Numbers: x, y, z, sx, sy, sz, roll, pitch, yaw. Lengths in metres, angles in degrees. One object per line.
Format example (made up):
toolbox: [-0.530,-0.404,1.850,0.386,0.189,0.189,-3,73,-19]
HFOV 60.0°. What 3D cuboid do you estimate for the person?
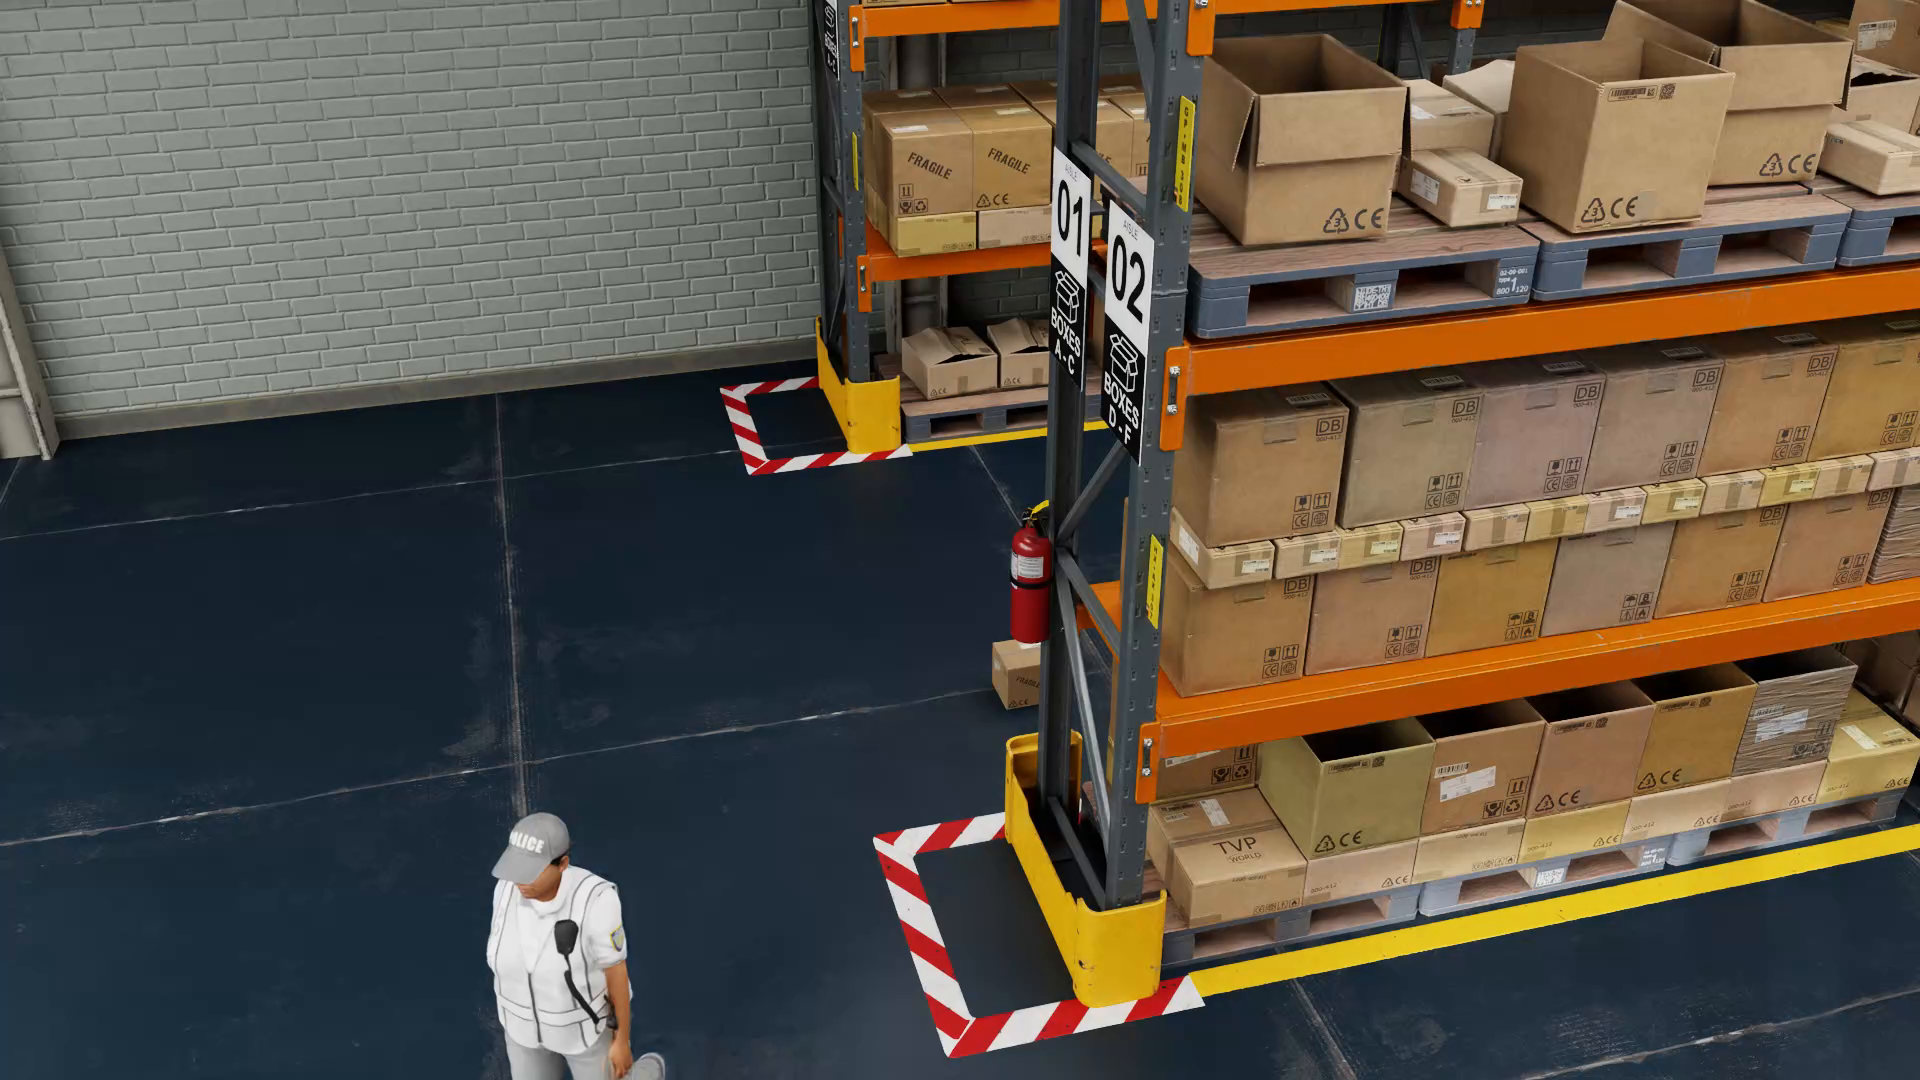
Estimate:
person: [-1.294,1.572,5.507,0.490,1.649,0.576,7,31,11]
